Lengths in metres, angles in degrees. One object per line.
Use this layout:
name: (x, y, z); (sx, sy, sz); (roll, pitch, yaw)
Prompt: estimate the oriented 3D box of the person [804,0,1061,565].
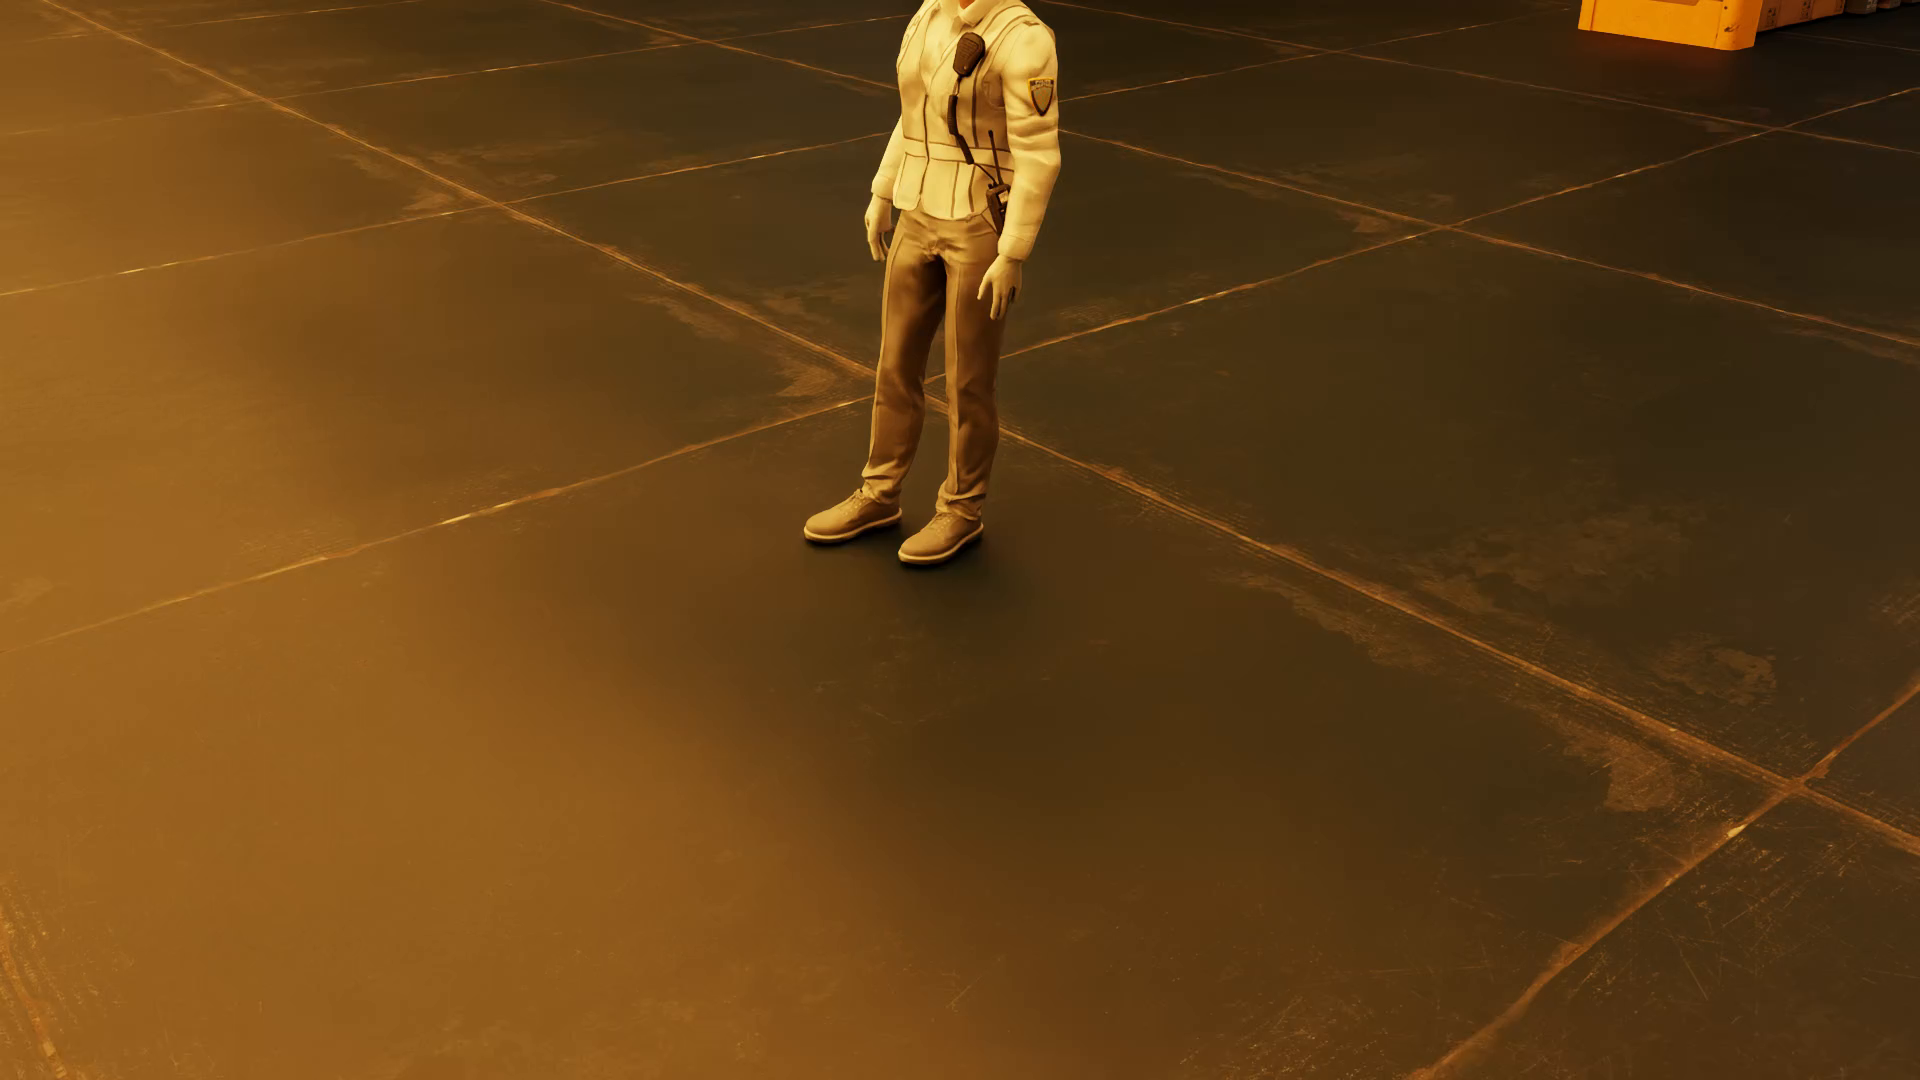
person: (-0.058, -0.748, 4.087); (0.530, 1.694, 0.586); (-20, 33, -35)
